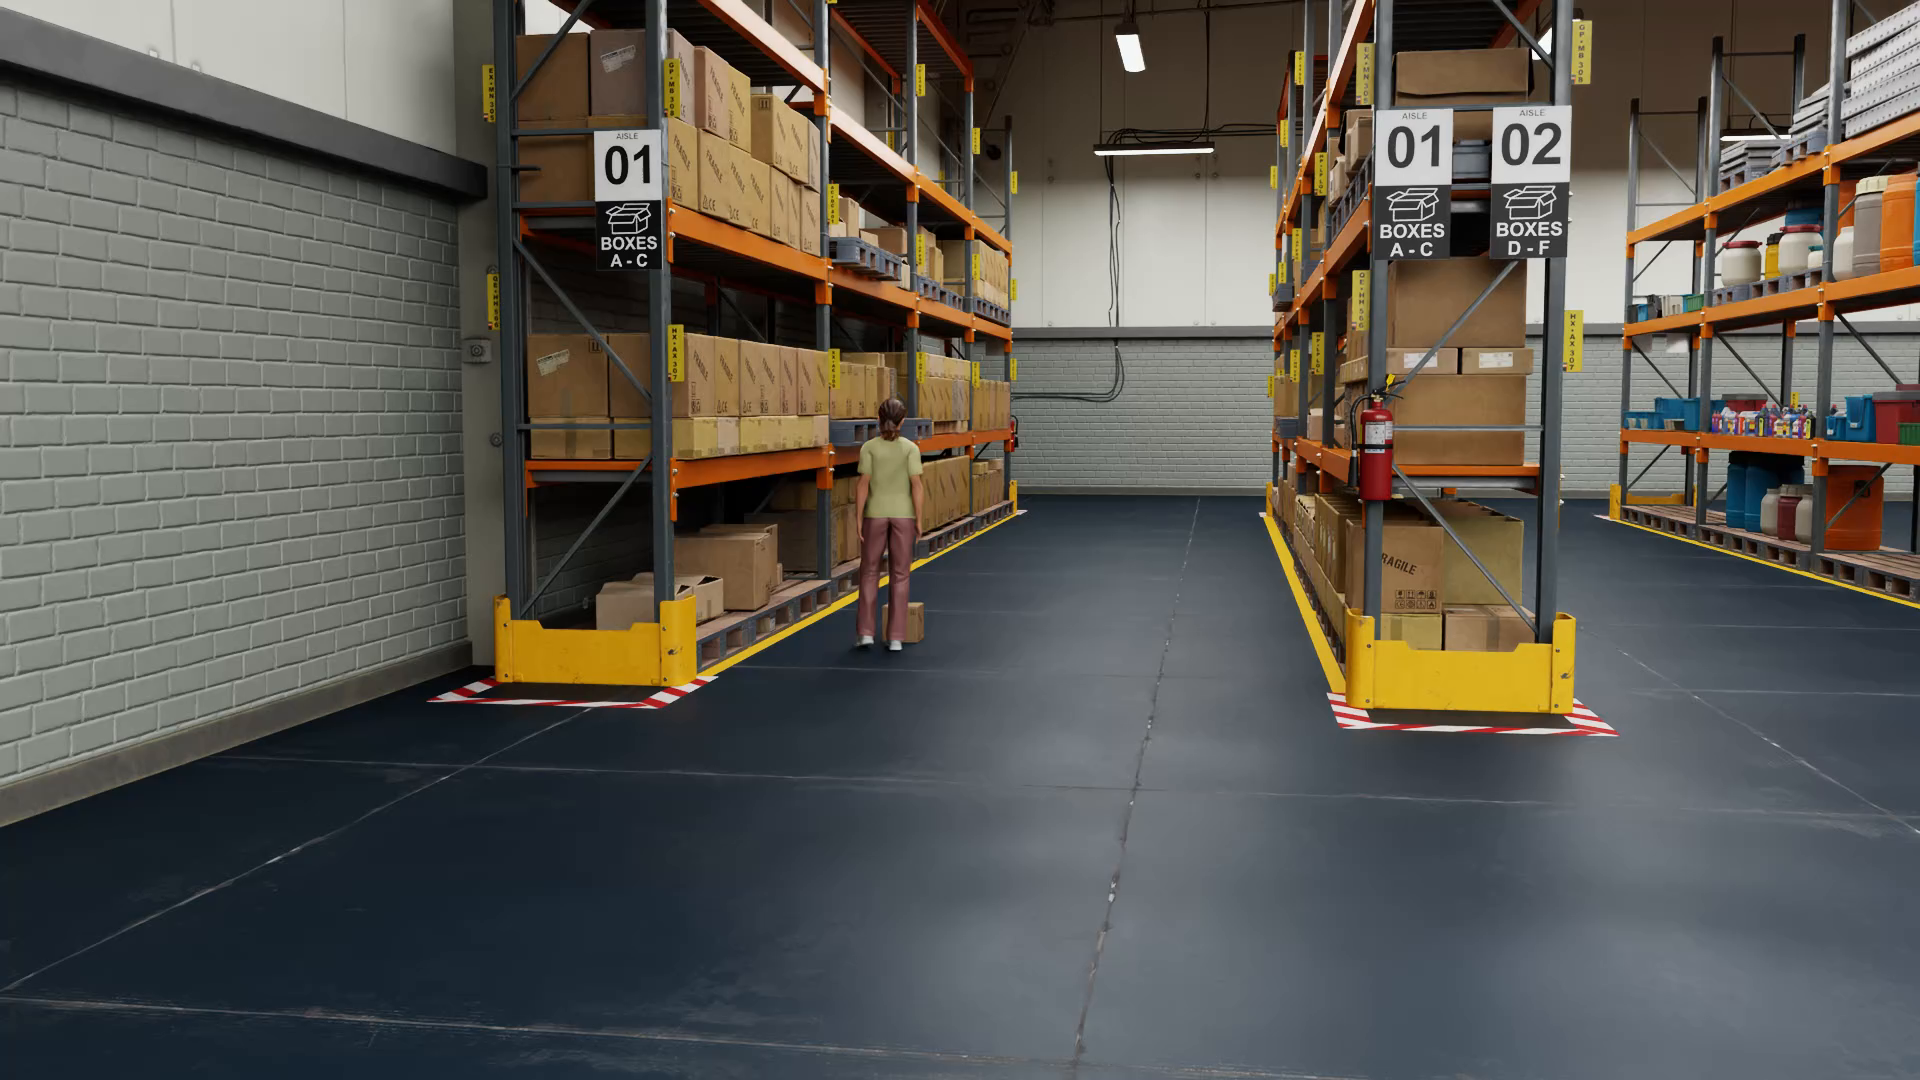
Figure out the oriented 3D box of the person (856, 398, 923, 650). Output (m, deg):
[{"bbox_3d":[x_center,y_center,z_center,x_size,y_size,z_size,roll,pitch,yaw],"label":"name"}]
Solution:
[{"bbox_3d":[-0.478,-0.109,11.174,0.470,1.685,0.498,0,5,0],"label":"person"}]
